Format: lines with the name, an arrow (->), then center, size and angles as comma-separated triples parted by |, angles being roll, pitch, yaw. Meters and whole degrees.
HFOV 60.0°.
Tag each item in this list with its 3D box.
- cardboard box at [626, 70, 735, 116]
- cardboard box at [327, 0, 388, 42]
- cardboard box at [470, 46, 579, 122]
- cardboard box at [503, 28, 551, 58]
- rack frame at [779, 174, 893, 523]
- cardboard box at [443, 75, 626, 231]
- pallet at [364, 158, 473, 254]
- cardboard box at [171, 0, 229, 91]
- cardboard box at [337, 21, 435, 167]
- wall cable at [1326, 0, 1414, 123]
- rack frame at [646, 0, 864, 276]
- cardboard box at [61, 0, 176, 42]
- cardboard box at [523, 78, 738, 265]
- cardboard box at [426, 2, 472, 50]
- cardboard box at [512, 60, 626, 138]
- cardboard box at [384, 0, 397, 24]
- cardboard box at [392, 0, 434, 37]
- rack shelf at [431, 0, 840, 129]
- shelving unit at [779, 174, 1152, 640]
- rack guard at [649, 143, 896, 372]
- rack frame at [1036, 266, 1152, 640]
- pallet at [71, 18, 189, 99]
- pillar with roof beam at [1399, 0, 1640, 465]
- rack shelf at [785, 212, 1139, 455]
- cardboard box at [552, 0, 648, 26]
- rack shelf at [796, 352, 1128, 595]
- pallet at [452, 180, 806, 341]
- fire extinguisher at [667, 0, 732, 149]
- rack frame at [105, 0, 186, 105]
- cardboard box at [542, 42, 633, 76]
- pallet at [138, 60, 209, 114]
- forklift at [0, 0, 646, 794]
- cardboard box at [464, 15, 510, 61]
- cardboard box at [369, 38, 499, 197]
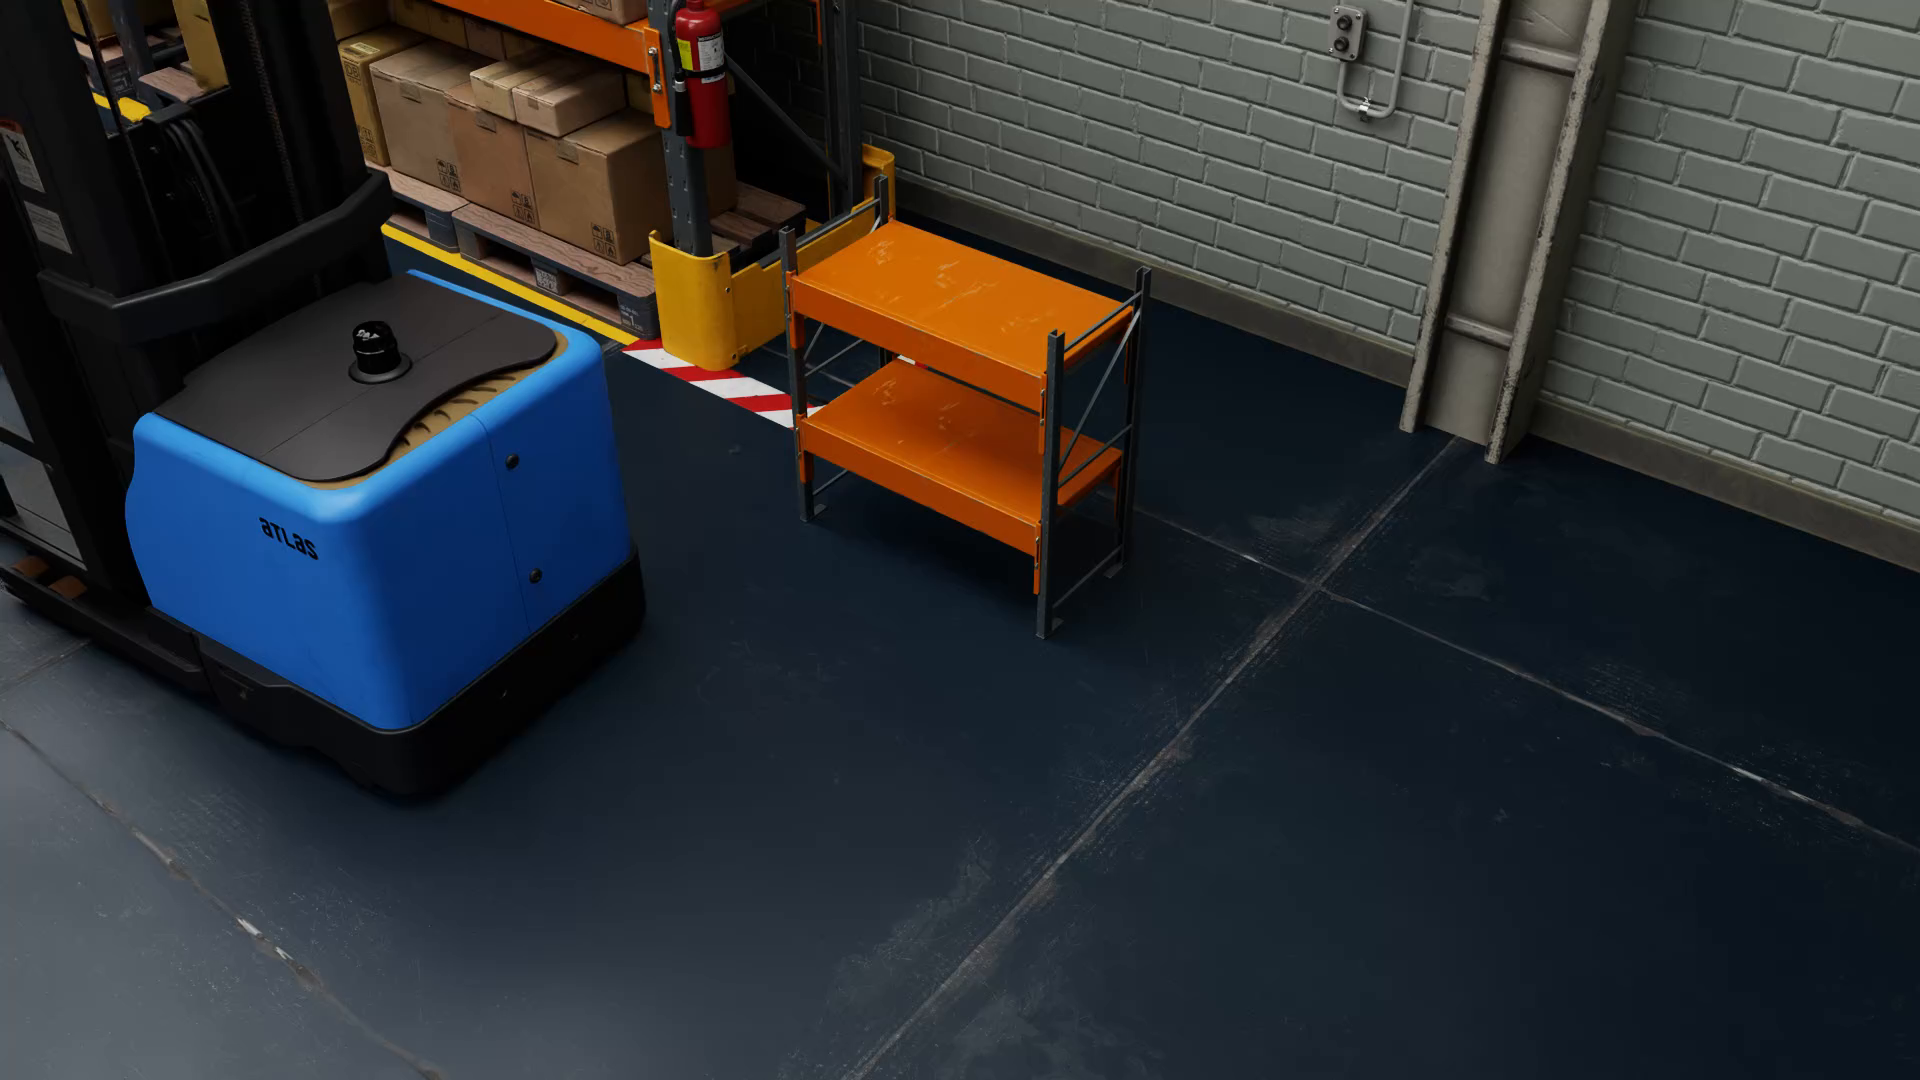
cardboard box -> -1.156, -1.893, 6.896 | 0.250, 0.149, 0.380 | 26, 45, 29
cardboard box -> -2.830, -2.384, 7.522 | 0.250, 0.149, 0.380 | 24, 44, 27
cardboard box -> -1.793, -1.896, 6.900 | 0.250, 0.149, 0.380 | 26, 45, 30
cardboard box -> -1.758, -2.176, 7.257 | 0.250, 0.149, 0.380 | 26, 45, 29
rack frame -> -0.398, -0.631, 5.643 | 0.032, 1.125, 0.500 | 25, 45, 29
cardboard box -> -1.775, -1.774, 7.270 | 0.500, 0.500, 0.700 | 25, 45, 28
pallet -> -2.408, -1.813, 7.894 | 1.213, 0.211, 1.003 | 25, 45, 29
cardboard box -> -3.406, -2.541, 8.250 | 0.500, 0.500, 0.700 | 26, 45, 29
cardboard box -> -2.602, -2.158, 7.760 | 0.500, 0.500, 0.700 | 26, 45, 30
wall cable -> 0.831, -2.576, 5.783 | 1.851, 1.984, 0.084 | 25, 45, 29
rack frame -> -0.760, -2.192, 6.117 | 0.127, 3.000, 1.000 | 25, 45, 29
cardboard box -> -4.533, -3.189, 8.793 | 0.750, 0.750, 0.750 | 26, 45, 29
cardboard box -> -1.377, -1.587, 7.030 | 0.500, 0.500, 0.700 | 25, 45, 29
cardboard box -> -2.164, -2.367, 7.501 | 0.250, 0.149, 0.380 | 26, 45, 29
cardboard box -> -1.590, -1.801, 6.778 | 0.250, 0.149, 0.380 | 25, 44, 28
cardboard box -> -2.571, -2.558, 7.745 | 0.250, 0.149, 0.380 | 26, 45, 29
cardboard box -> -2.365, -2.462, 7.622 | 0.250, 0.149, 0.380 | 24, 44, 28
rack shelf -> -2.349, -2.658, 7.295 | 4.000, 0.370, 1.077 | 25, 45, 29
shelving unit -> 0.005, -0.440, 5.400 | 1.048, 1.125, 0.538 | 25, 45, 29
rack guard -> -0.741, -1.199, 6.876 | 0.348, 0.500, 1.175 | 25, 45, 29
rack frame -> 0.409, -0.250, 5.157 | 0.032, 1.125, 0.500 | 25, 45, 29
pallet -> -4.596, -2.844, 9.212 | 1.213, 0.211, 1.003 | 25, 45, 29
pillar with roof beam -> -0.706, -1.859, 0.825 | 0.400, 9.000, 9.100 | 25, 45, 29
rack shelf -> 0.005, -0.671, 5.220 | 1.000, 0.278, 0.538 | 25, 45, 29
cardboard box -> -1.172, -2.497, 6.262 | 0.700, 0.700, 0.980 | 27, 46, 30
rack shelf -> 0.005, -0.248, 5.551 | 1.000, 0.278, 0.538 | 25, 45, 29
pallet -> -1.443, -1.355, 7.310 | 1.213, 0.211, 1.003 | 25, 45, 29
fire extinguisher -> -0.921, -1.733, 5.895 | 0.183, 0.674, 0.296 | 25, 45, 29
rack frame -> -3.938, -3.690, 8.030 | 0.127, 3.000, 1.000 | 25, 45, 29
cardboard box -> -1.559, -2.082, 7.137 | 0.250, 0.149, 0.380 | 25, 45, 29
pallet -> -3.381, -2.269, 8.477 | 1.213, 0.211, 1.003 | 25, 45, 29
forklift -> -2.530, -1.125, 4.809 | 3.031, 2.935, 1.130 | 21, 43, 25
cardboard box -> -1.960, -2.271, 7.379 | 0.250, 0.149, 0.380 | 26, 45, 29
cardboard box -> -2.175, -1.962, 7.510 | 0.500, 0.500, 0.700 | 24, 44, 27
